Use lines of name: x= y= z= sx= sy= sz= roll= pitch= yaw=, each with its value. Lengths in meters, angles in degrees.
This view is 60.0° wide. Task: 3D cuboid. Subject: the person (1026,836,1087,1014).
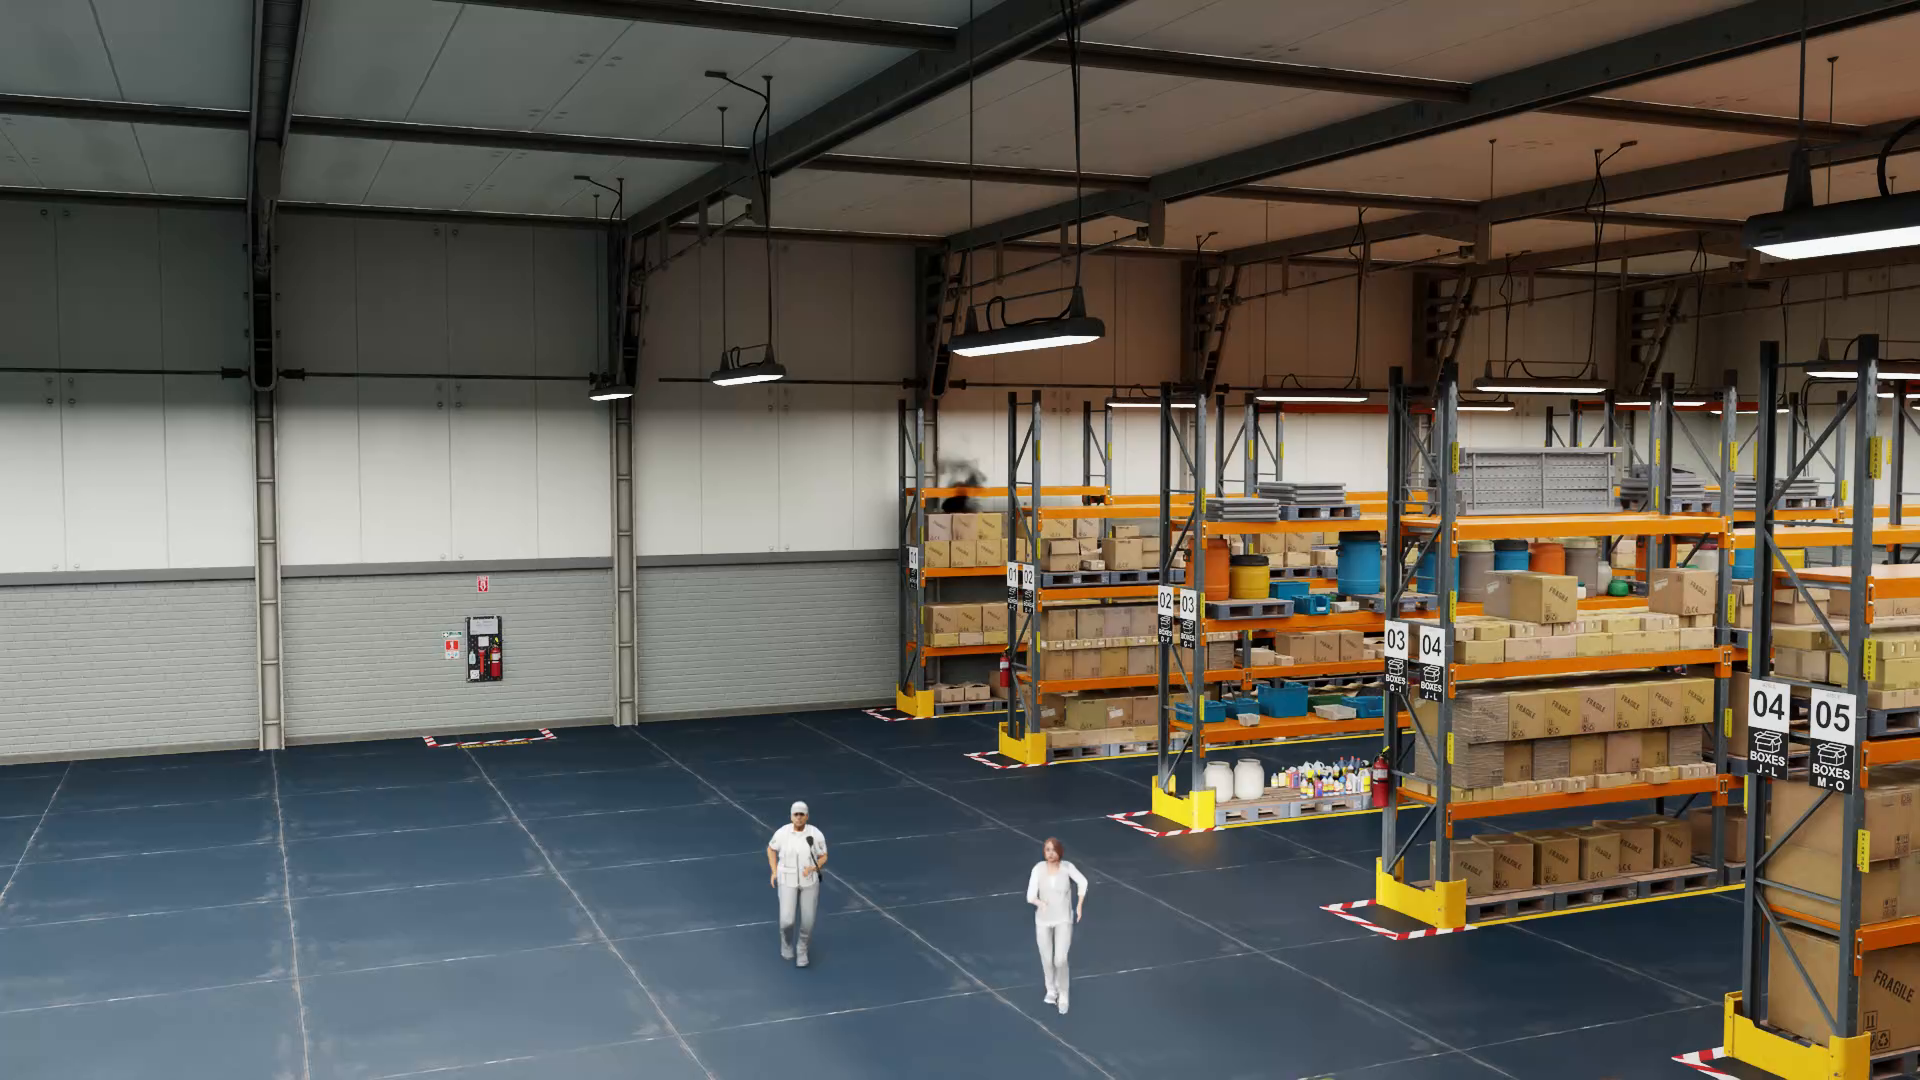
person: x=0.860 y=3.478 z=15.034 sx=0.512 sy=1.589 sz=0.678 roll=1 pitch=3 yaw=14

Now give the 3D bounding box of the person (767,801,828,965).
person: x=-1.595 y=3.387 z=16.324 sx=0.587 sy=1.626 sz=0.567 roll=0 pitch=3 yaw=-7
